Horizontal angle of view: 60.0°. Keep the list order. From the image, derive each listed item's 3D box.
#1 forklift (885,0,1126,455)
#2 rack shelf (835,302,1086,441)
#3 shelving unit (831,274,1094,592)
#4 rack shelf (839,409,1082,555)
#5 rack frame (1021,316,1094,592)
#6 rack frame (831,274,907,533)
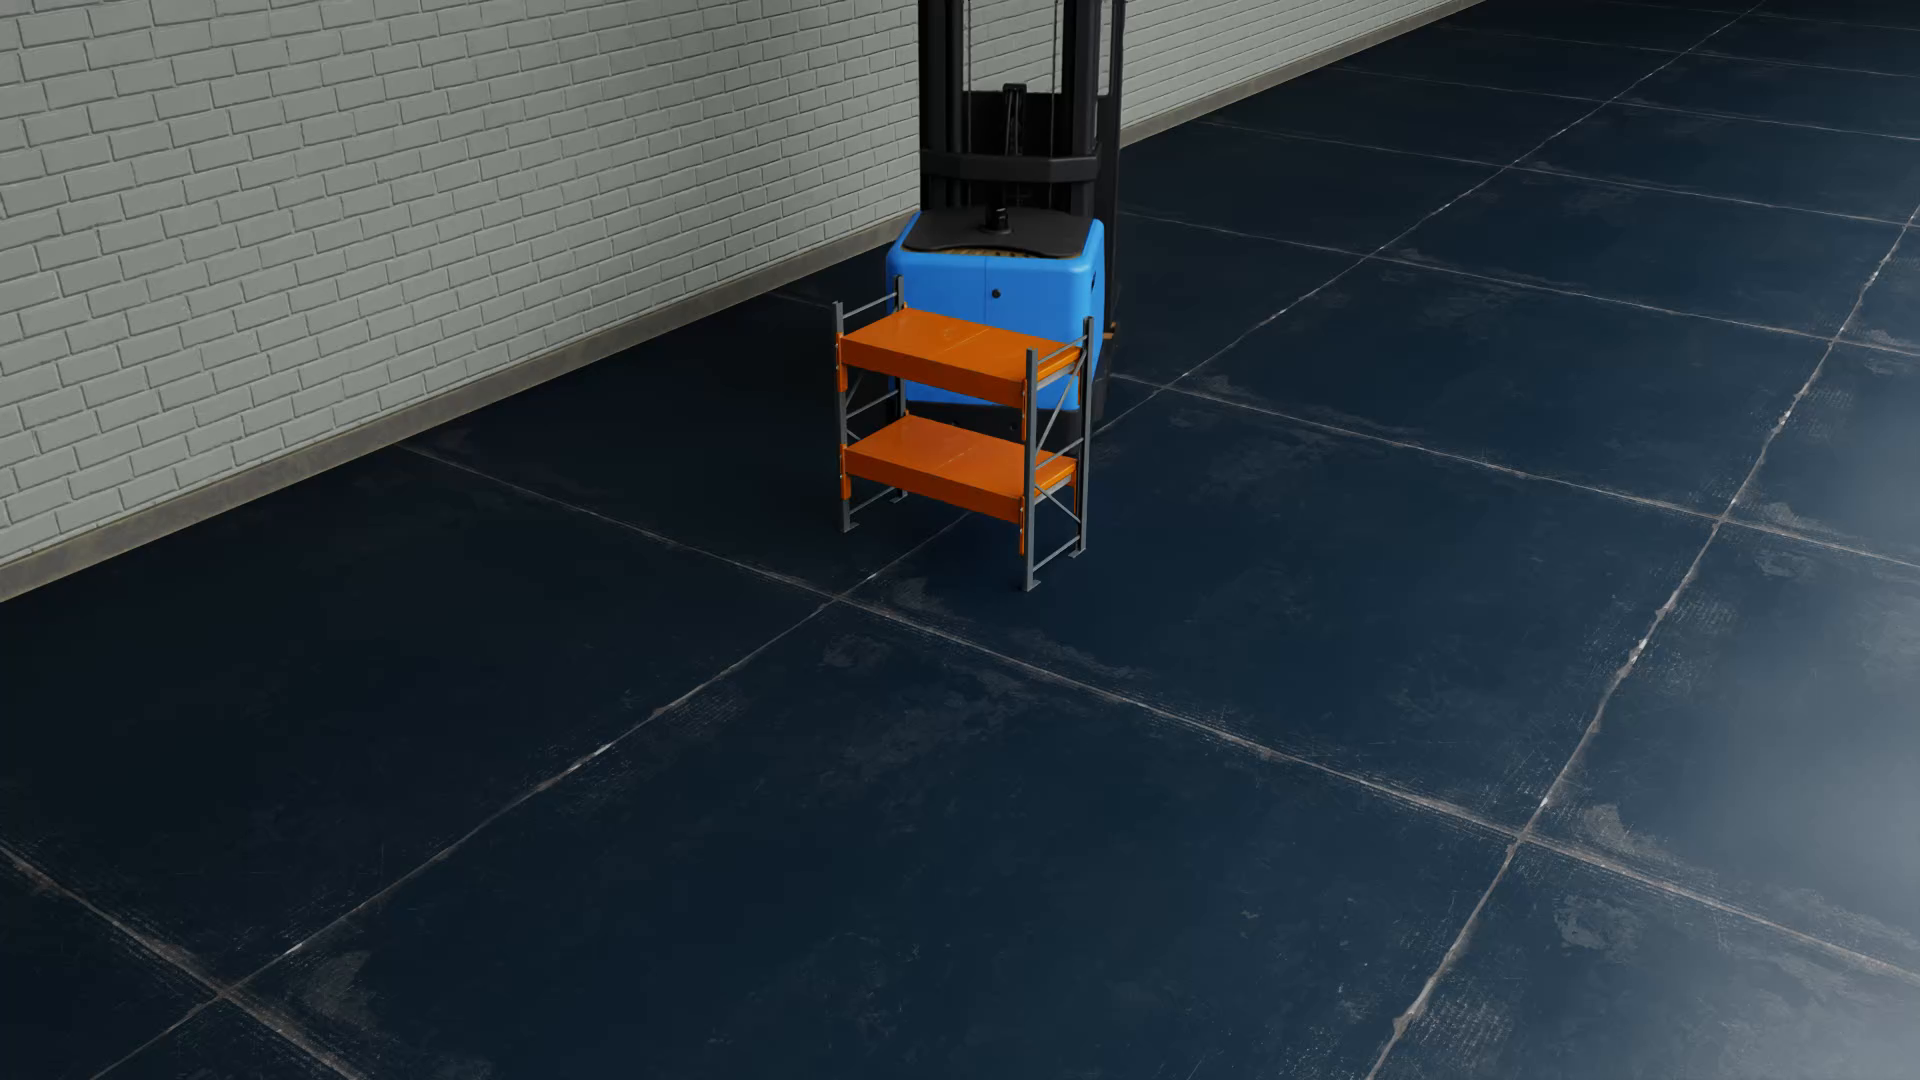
[{"bbox_3d":[0.362,-2.381,9.197,1.130,2.935,3.031,4,27,8],"label":"forklift"},{"bbox_3d":[0.006,-0.760,7.359,1.000,0.278,0.538,17,32,30],"label":"rack shelf"},{"bbox_3d":[0.006,-0.500,7.491,1.048,1.125,0.538,17,32,30],"label":"shelving unit"},{"bbox_3d":[0.006,-0.282,7.602,1.000,0.278,0.538,17,32,30],"label":"rack shelf"},{"bbox_3d":[0.425,-0.369,7.235,0.032,1.125,0.500,17,32,30],"label":"rack frame"},{"bbox_3d":[-0.413,-0.630,7.748,0.032,1.125,0.500,17,32,30],"label":"rack frame"}]
